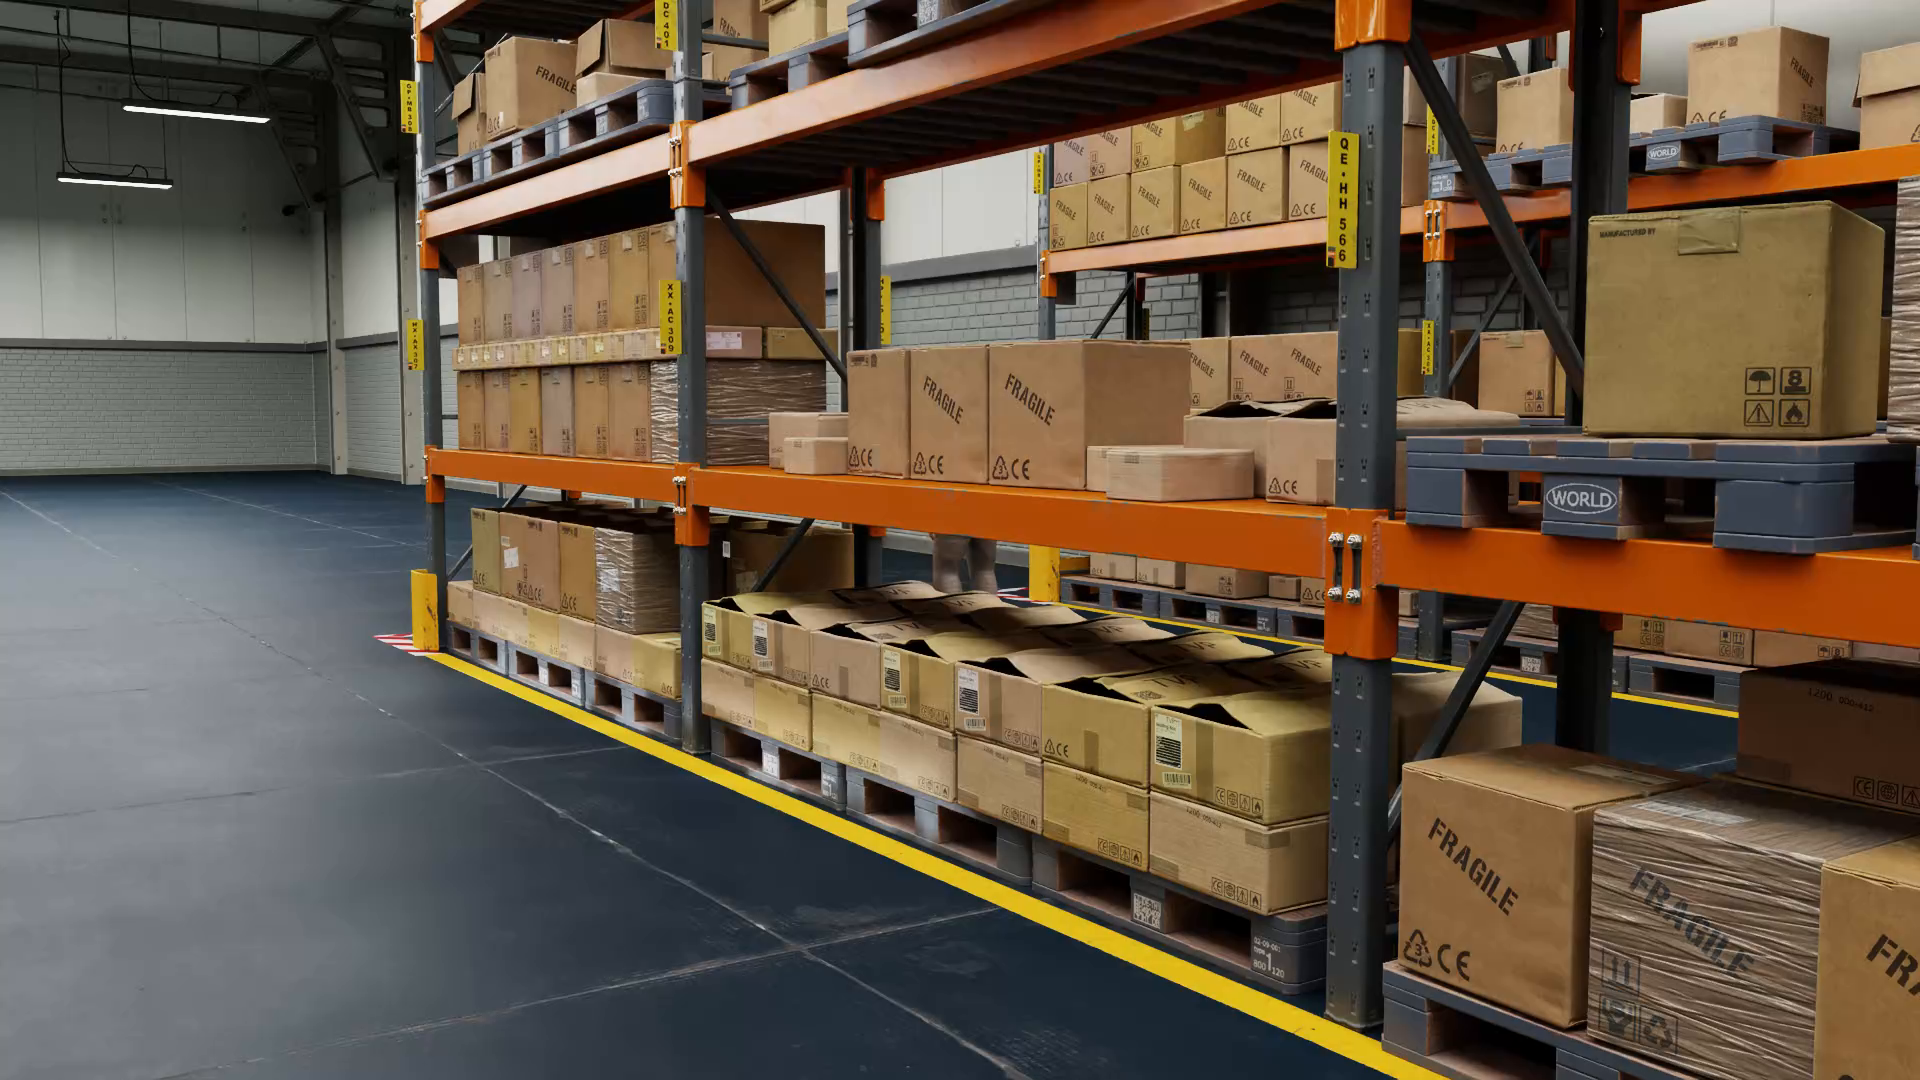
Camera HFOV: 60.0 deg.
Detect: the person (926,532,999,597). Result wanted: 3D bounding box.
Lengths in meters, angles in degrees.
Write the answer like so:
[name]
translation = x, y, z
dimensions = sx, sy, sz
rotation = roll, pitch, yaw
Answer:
[person]
translation = 0.031, -0.155, 10.819
dimensions = 0.586, 1.727, 0.395
rotation = -3, 6, -33
